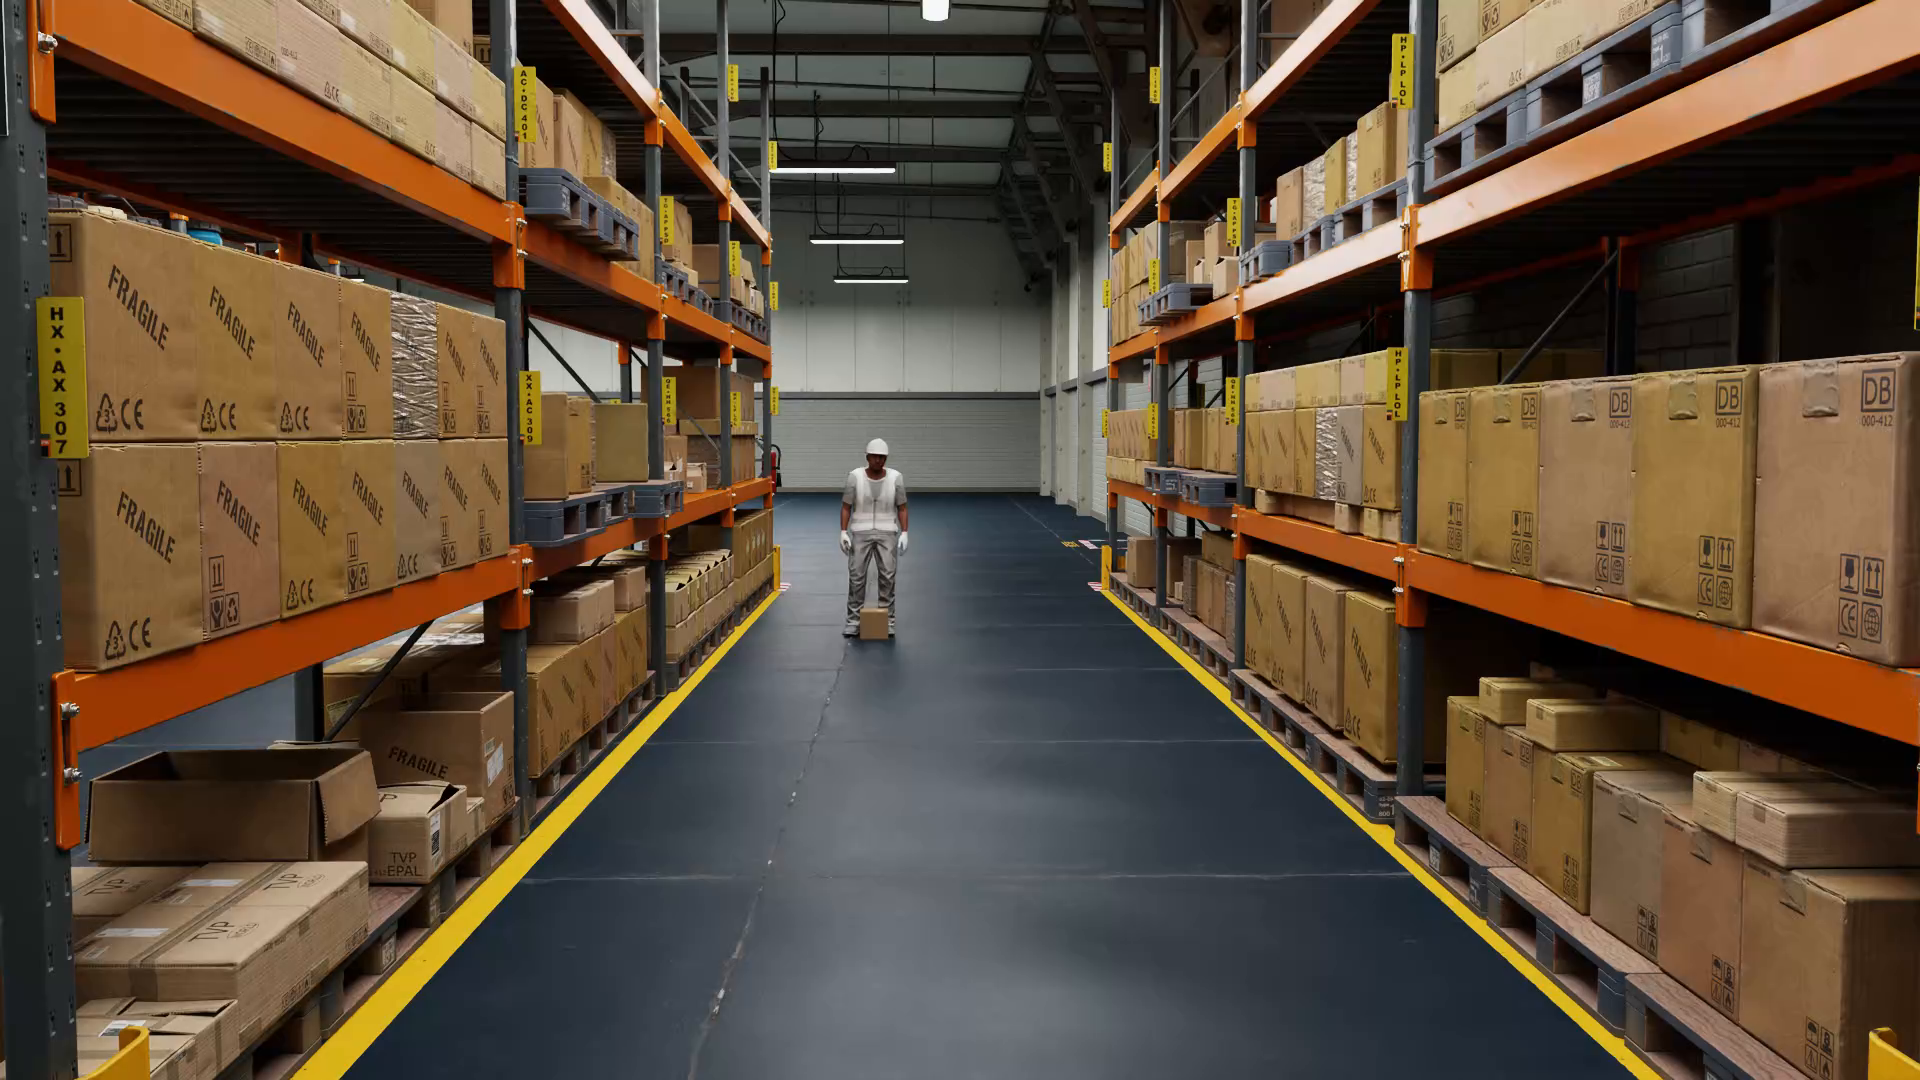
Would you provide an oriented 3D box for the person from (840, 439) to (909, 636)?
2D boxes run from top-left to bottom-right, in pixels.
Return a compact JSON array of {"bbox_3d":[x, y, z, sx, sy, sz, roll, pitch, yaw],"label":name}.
[{"bbox_3d":[-0.774,-0.025,14.991,0.622,1.773,0.450,0,4,-5],"label":"person"}]
